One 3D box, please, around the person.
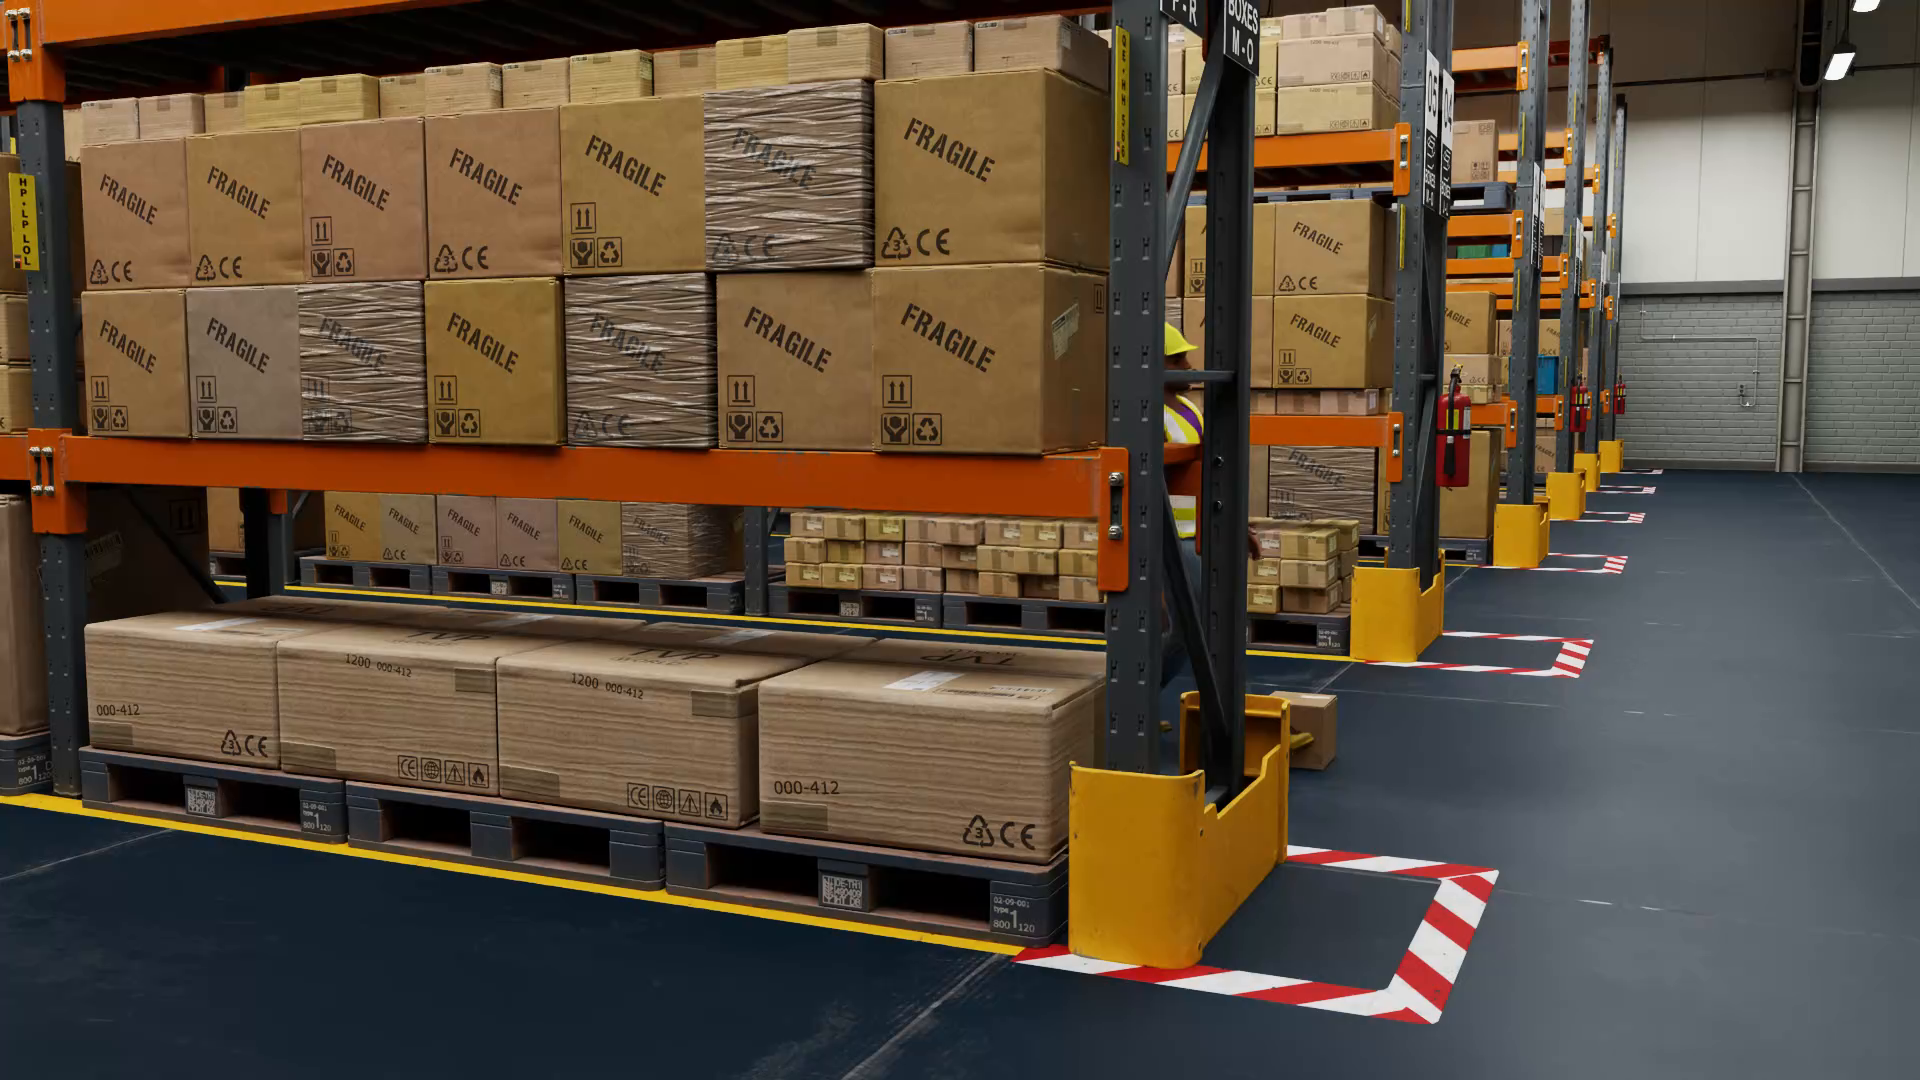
[{"bbox_3d":[0.992,-0.005,6.614,0.945,1.706,0.621,3,6,29],"label":"person"}]
